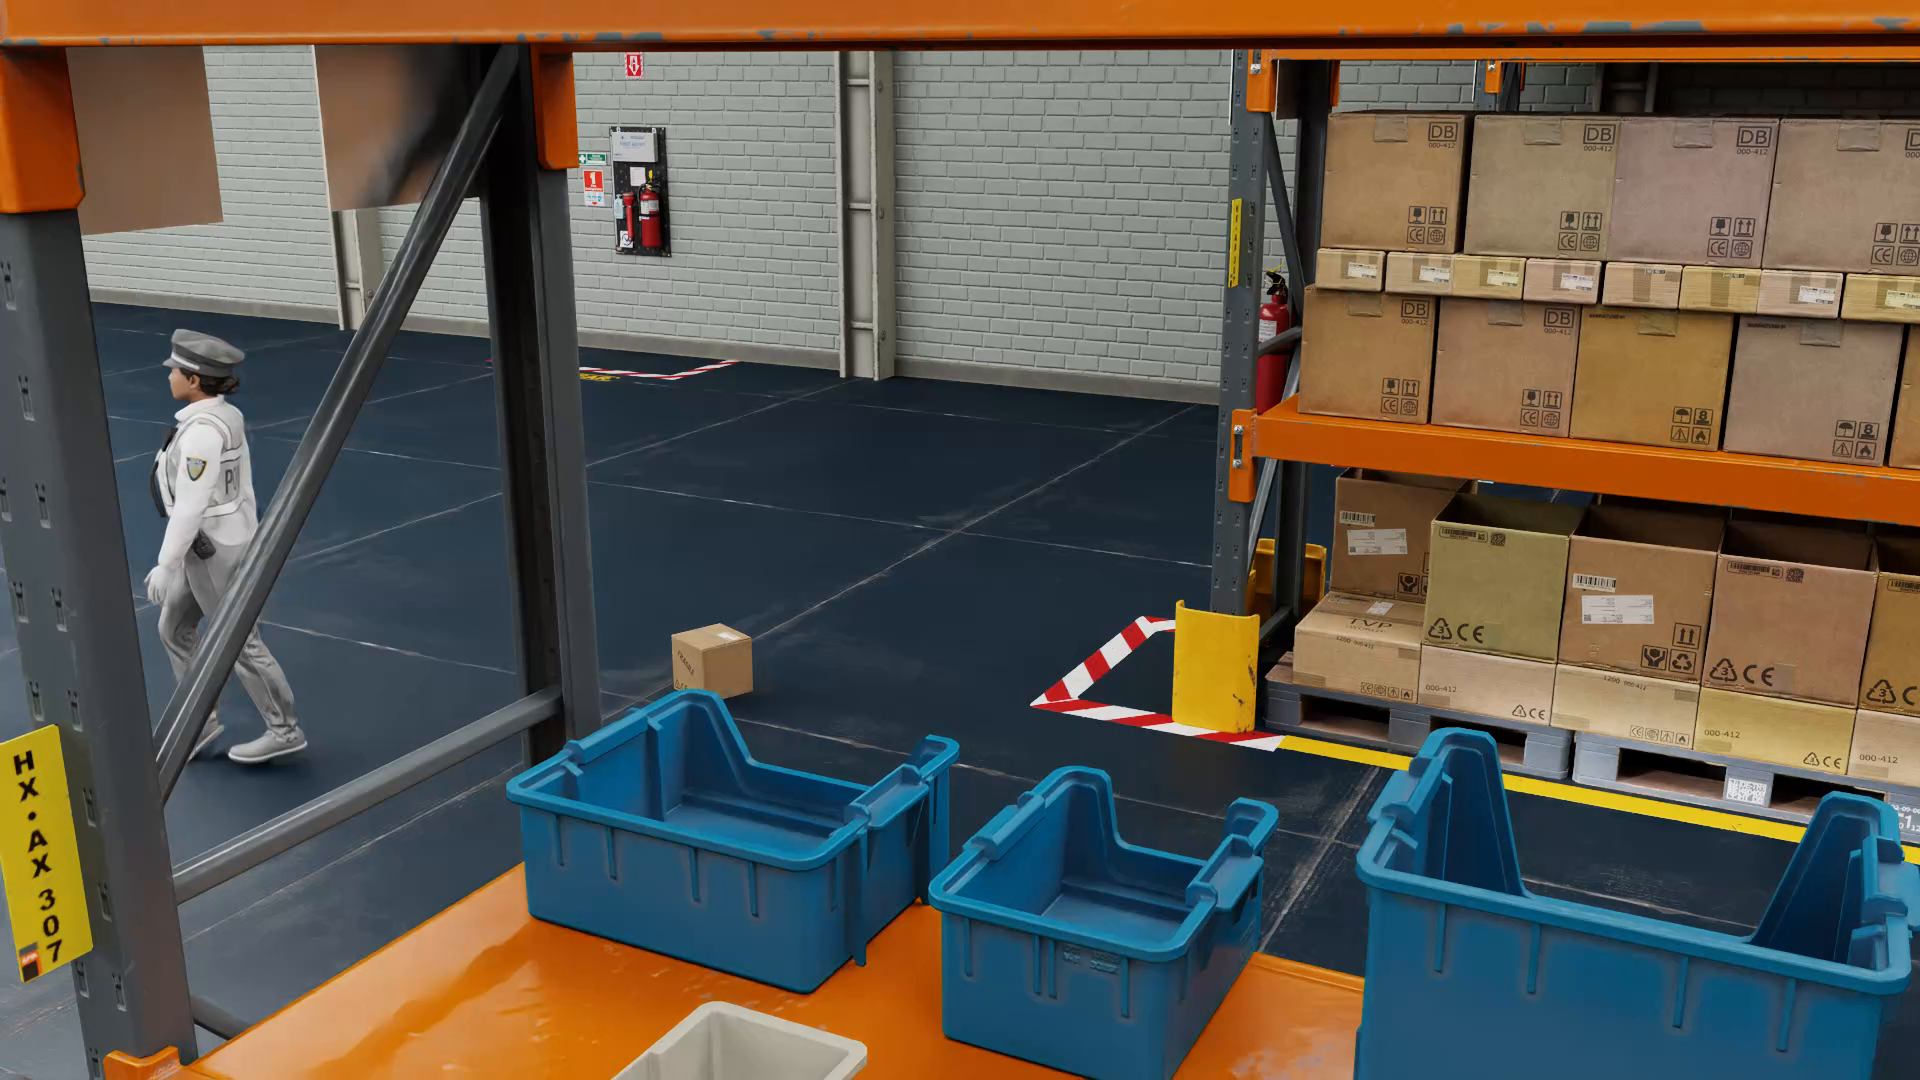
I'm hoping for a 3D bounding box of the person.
[{"bbox_3d":[-2.832,0.084,6.242,0.552,1.756,0.482,-5,17,-15],"label":"person"}]
